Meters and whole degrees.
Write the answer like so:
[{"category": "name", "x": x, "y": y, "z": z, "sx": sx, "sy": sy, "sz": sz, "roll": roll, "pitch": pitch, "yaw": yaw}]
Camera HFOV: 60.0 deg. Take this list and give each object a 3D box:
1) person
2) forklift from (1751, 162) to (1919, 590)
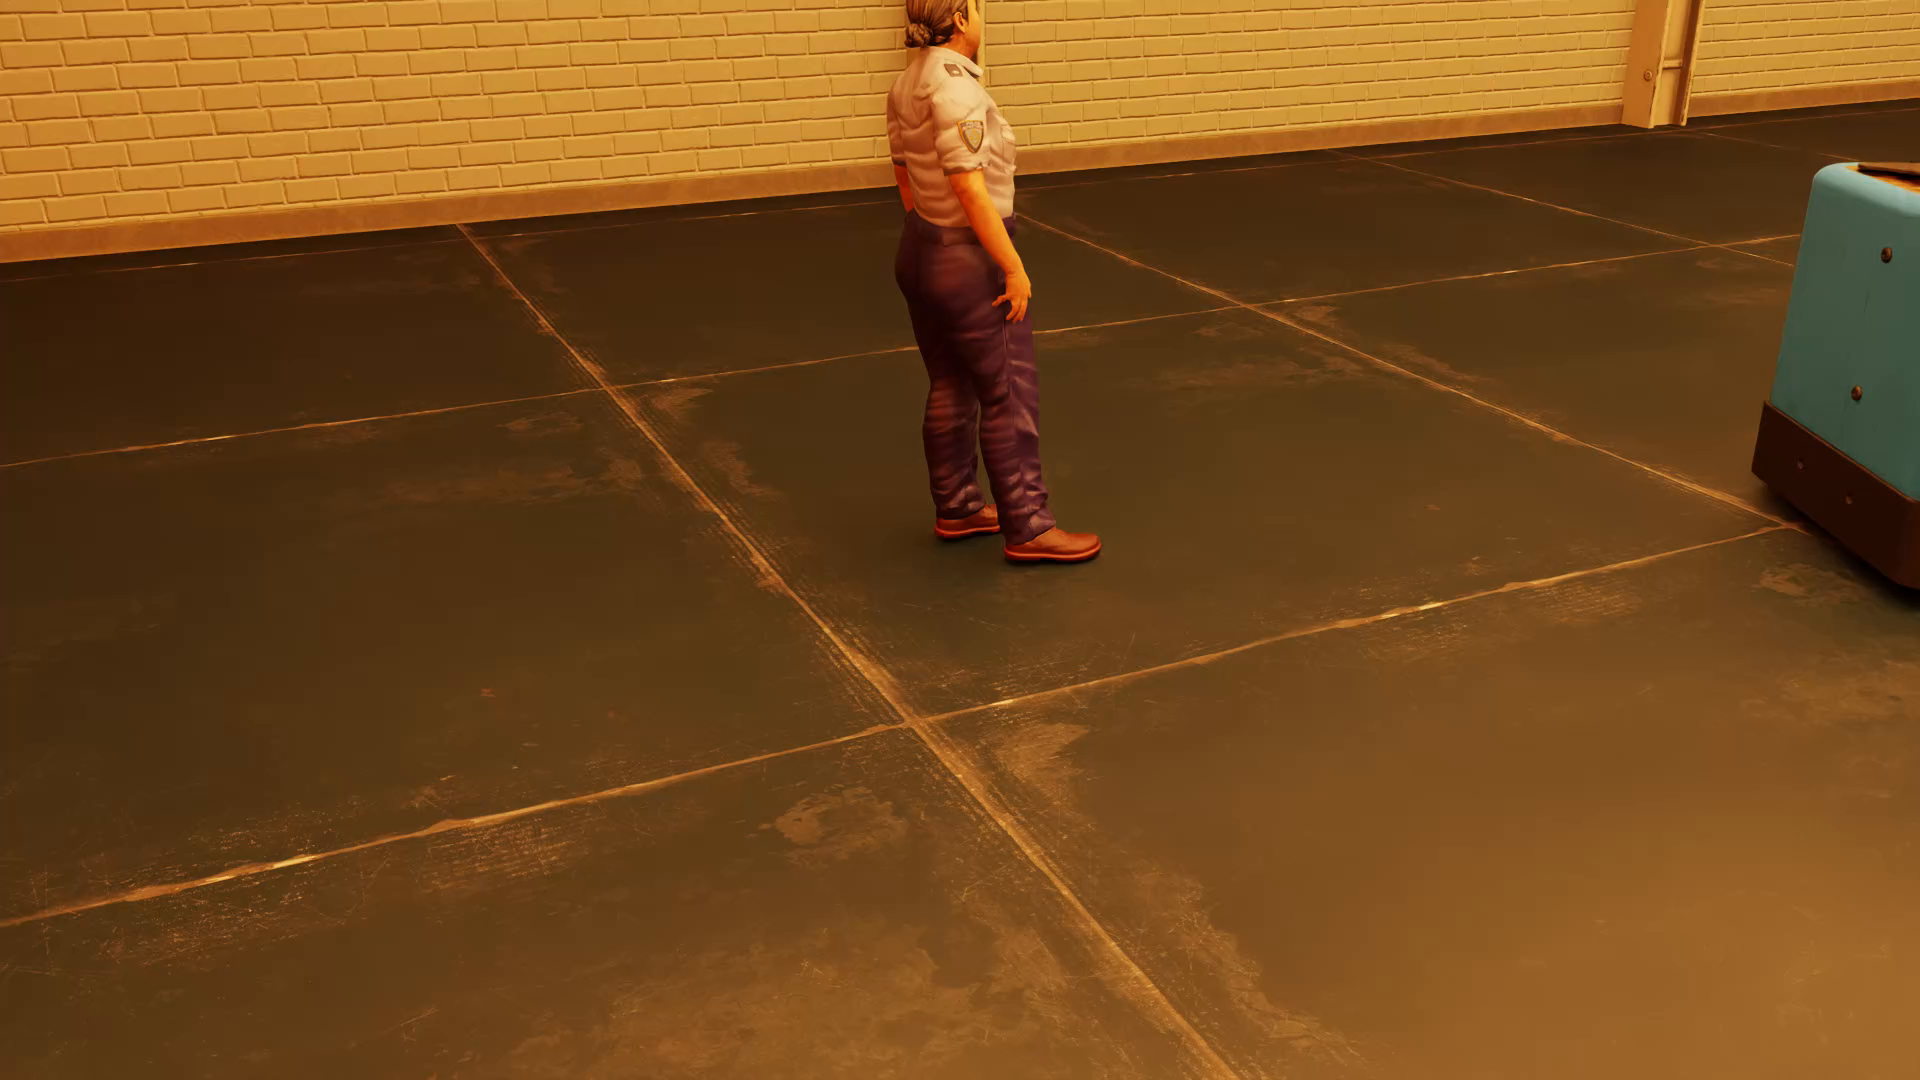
[{"category": "person", "x": 0.091, "y": -0.775, "z": 4.803, "sx": 0.503, "sy": 1.651, "sz": 0.598, "roll": -10, "pitch": 25, "yaw": -23}, {"category": "forklift", "x": 4.112, "y": -1.344, "z": 4.520, "sx": 3.031, "sy": 2.935, "sz": 1.130, "roll": 0, "pitch": 23, "yaw": 0}]
